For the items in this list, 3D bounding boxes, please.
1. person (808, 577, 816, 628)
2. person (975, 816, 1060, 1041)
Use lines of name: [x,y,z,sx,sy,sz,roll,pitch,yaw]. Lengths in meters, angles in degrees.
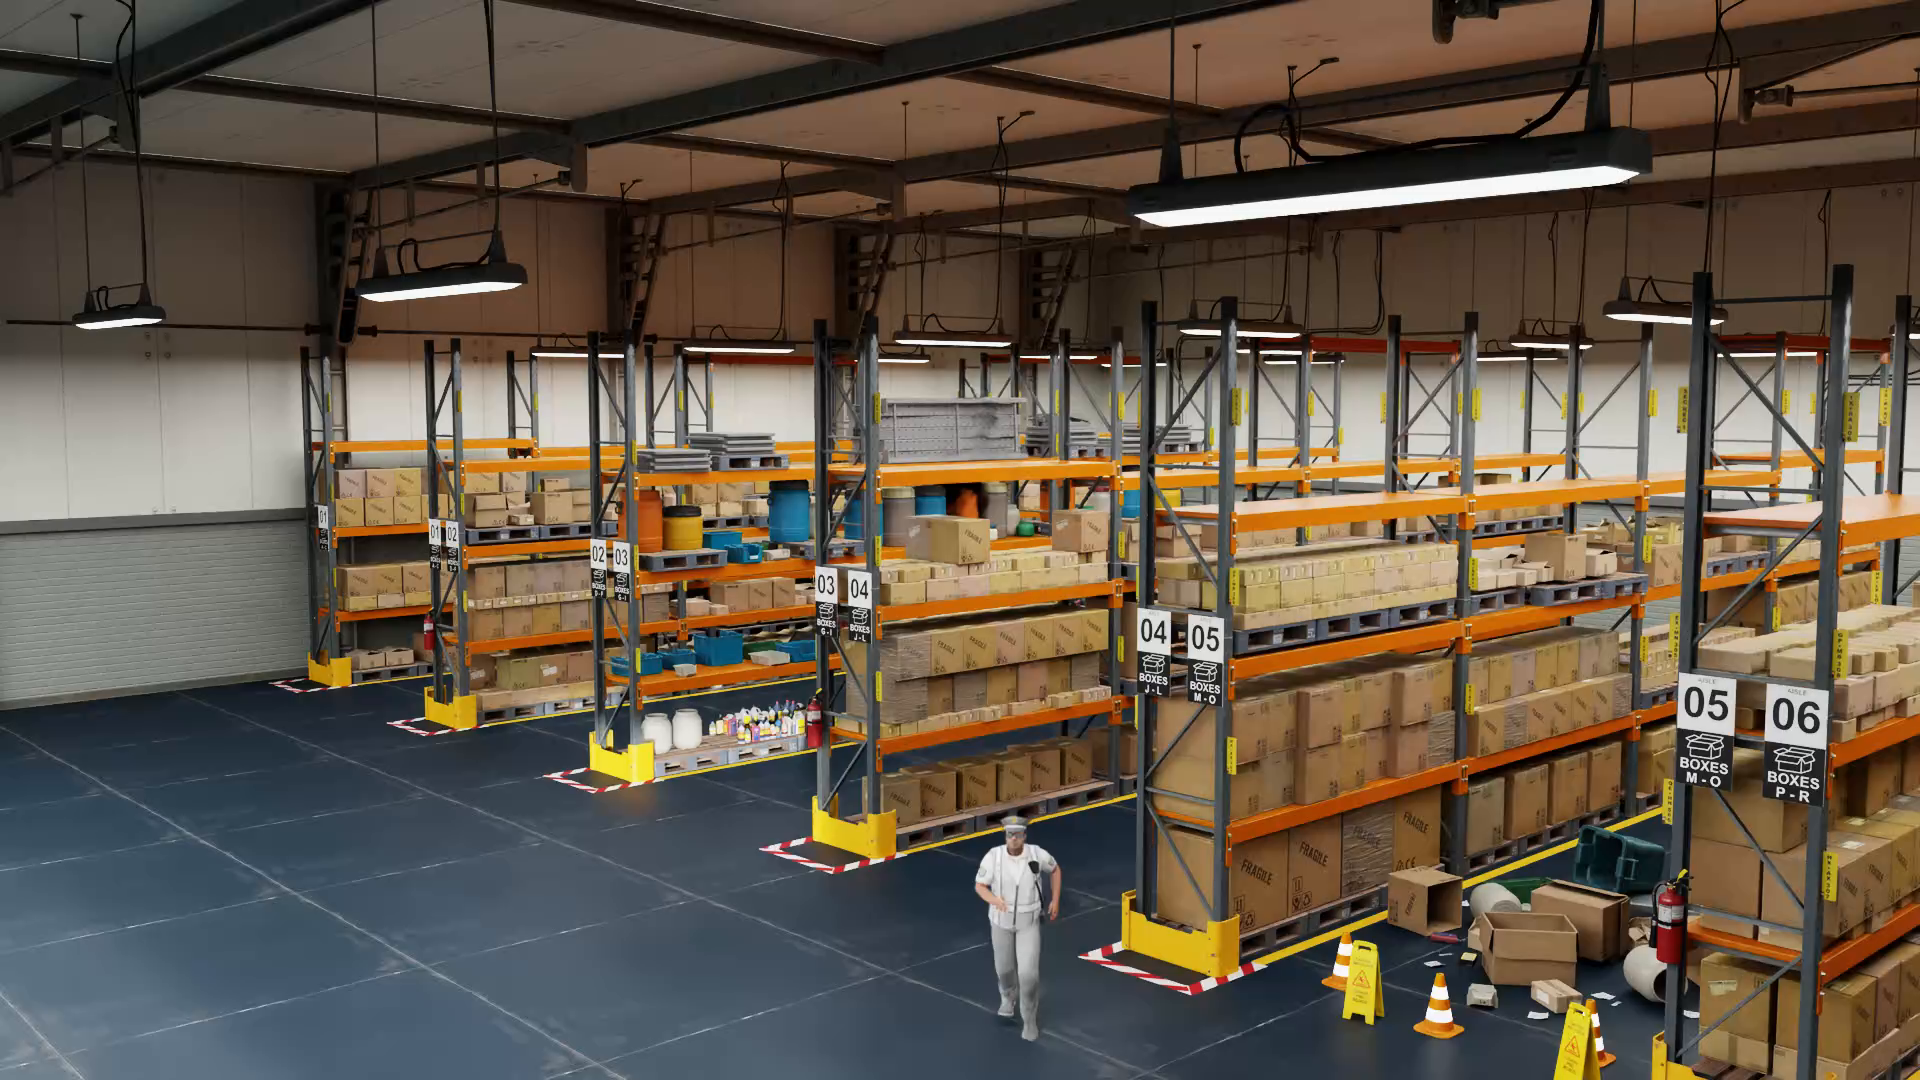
person: [-2.762,1.357,33.430,0.698,1.753,0.878,4,6,39]
person: [0.463,3.128,13.444,0.684,1.871,0.769,0,5,5]
